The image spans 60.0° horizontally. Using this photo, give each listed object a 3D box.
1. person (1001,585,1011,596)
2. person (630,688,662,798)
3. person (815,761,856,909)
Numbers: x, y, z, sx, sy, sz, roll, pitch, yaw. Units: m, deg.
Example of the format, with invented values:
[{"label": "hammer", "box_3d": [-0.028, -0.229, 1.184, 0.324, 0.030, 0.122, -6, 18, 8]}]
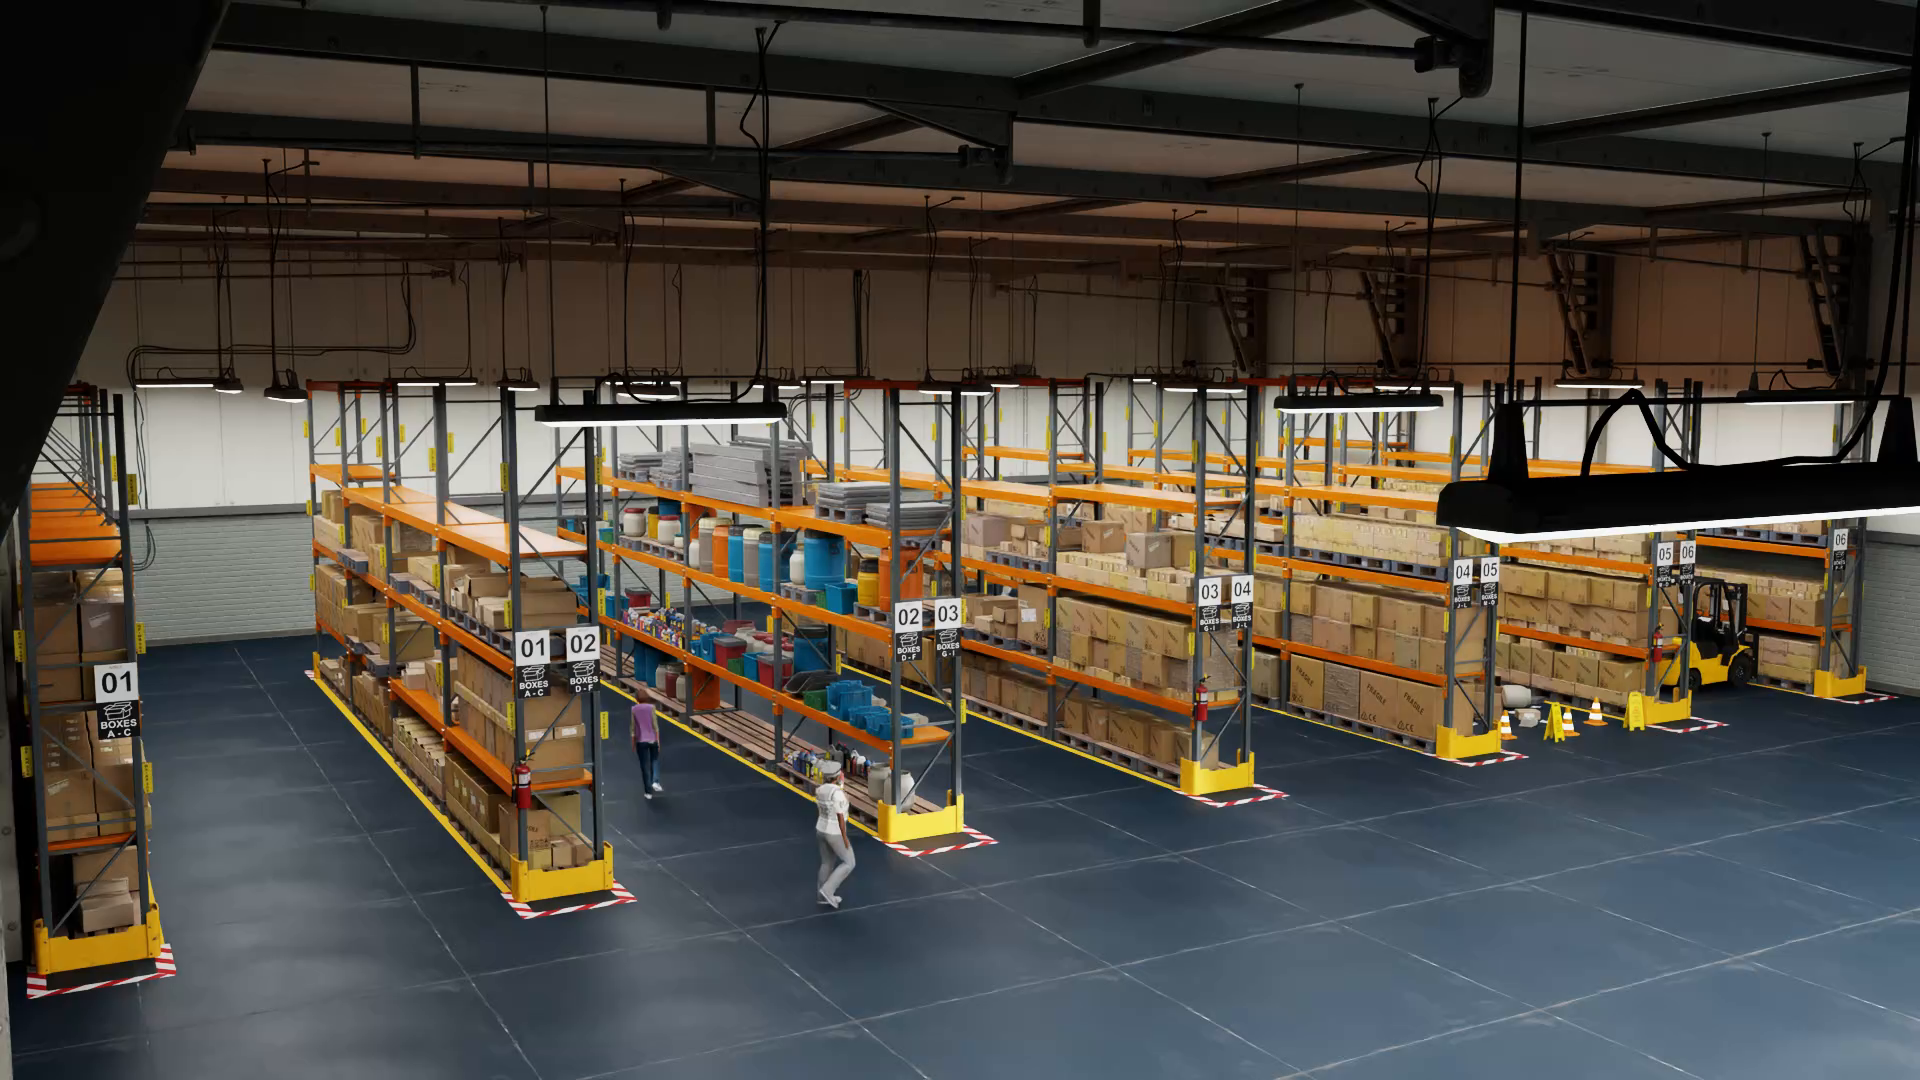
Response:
[{"label": "person", "box_3d": [1.259, 0.665, 44.985, 0.573, 1.749, 0.940, 3, 7, 28]}, {"label": "person", "box_3d": [-4.579, 2.954, 24.254, 0.447, 1.584, 0.468, -2, 6, -19]}, {"label": "person", "box_3d": [-1.496, 3.425, 19.363, 0.430, 1.679, 0.472, -4, 7, -36]}]
